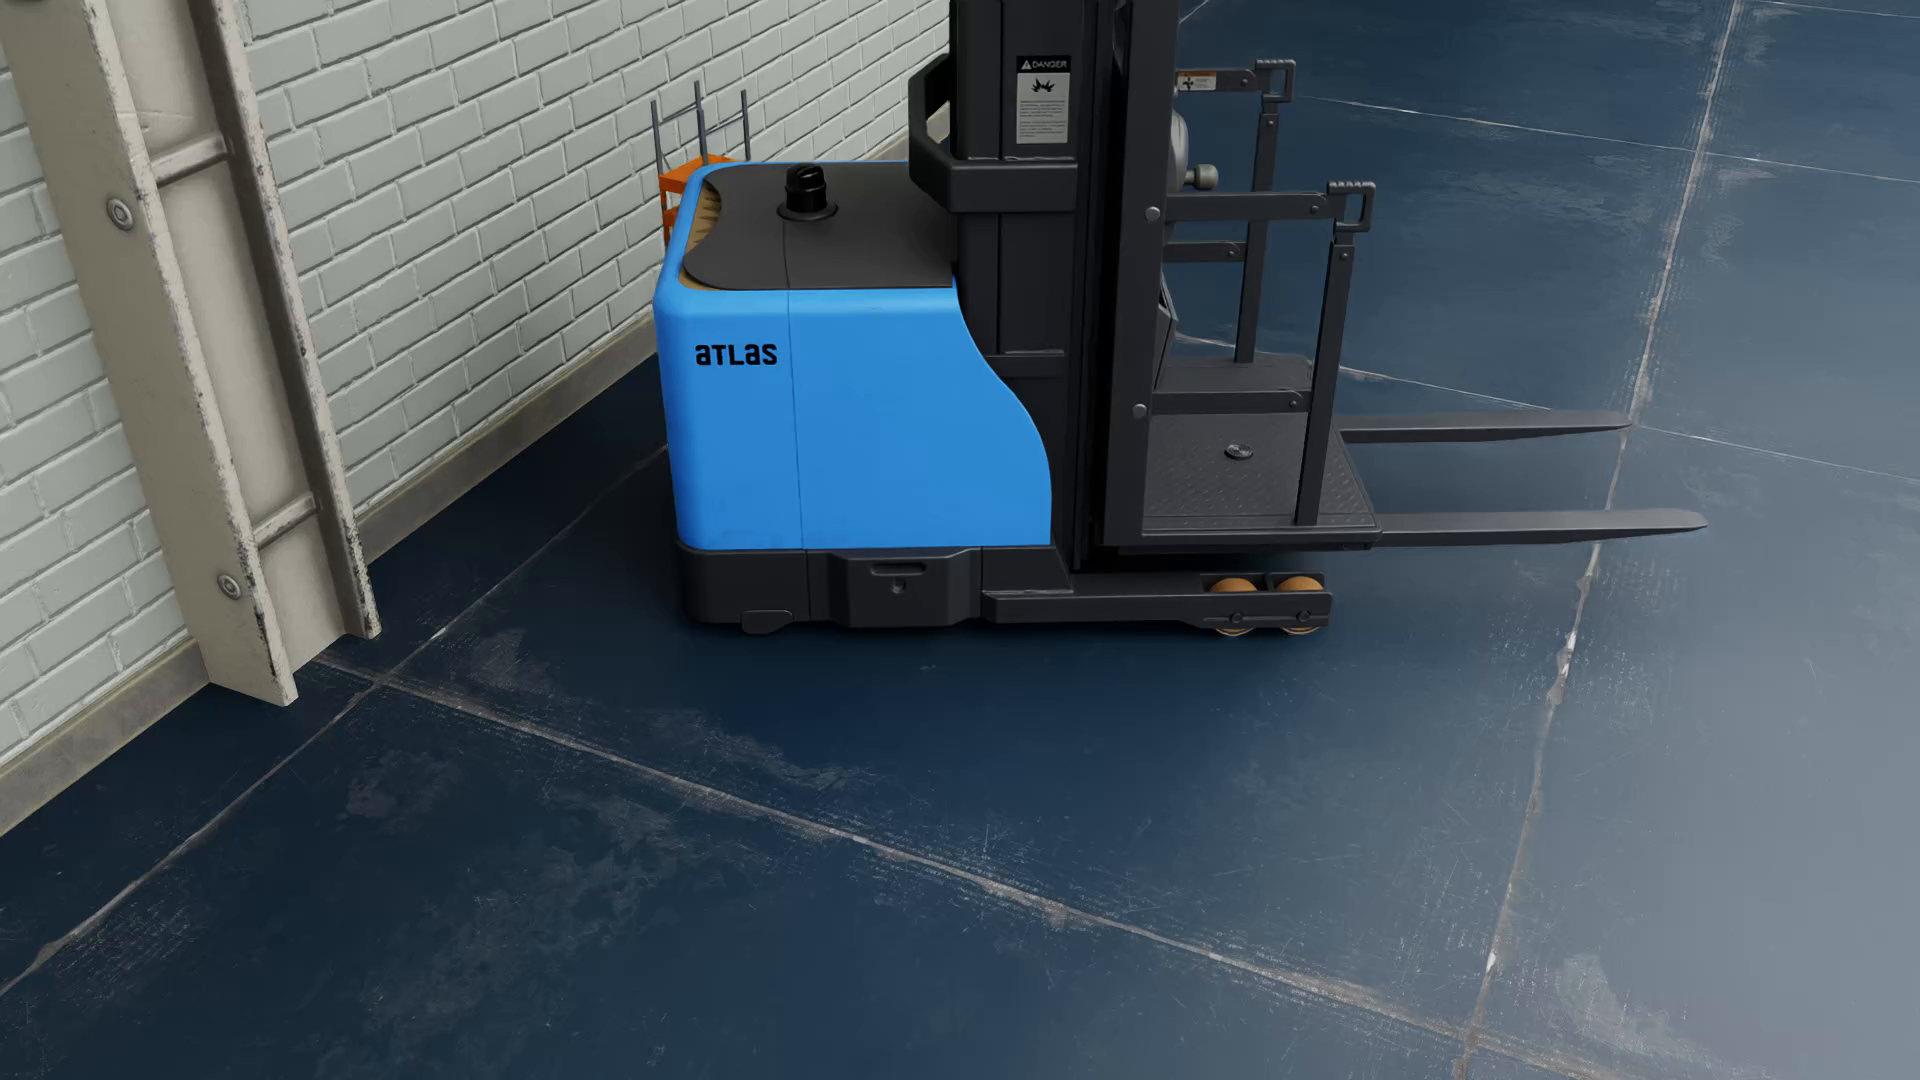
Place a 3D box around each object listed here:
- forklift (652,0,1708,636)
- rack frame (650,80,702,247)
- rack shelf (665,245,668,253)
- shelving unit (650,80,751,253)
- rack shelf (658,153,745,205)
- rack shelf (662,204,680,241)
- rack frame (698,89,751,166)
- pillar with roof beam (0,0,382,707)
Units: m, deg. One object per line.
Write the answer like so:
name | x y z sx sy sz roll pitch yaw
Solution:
forklift | 0.689 -1.240 4.468 3.031 2.935 1.130 -1 33 -2
rack frame | -0.892 -0.905 5.536 0.006 1.200 0.240 17 37 24
rack shelf | -0.813 -0.944 5.457 0.180 0.103 0.258 17 37 24
shelving unit | -0.813 -0.880 5.499 0.189 1.200 0.258 17 37 24
rack shelf | -0.813 -1.144 5.326 0.180 0.103 0.258 17 37 24
rack shelf | -0.813 -1.044 5.391 0.180 0.103 0.258 17 37 24
rack frame | -0.733 -0.856 5.461 0.006 1.200 0.240 17 37 24
pillar with roof beam | 2.005 -2.452 0.783 9.100 9.000 0.400 14 36 20
